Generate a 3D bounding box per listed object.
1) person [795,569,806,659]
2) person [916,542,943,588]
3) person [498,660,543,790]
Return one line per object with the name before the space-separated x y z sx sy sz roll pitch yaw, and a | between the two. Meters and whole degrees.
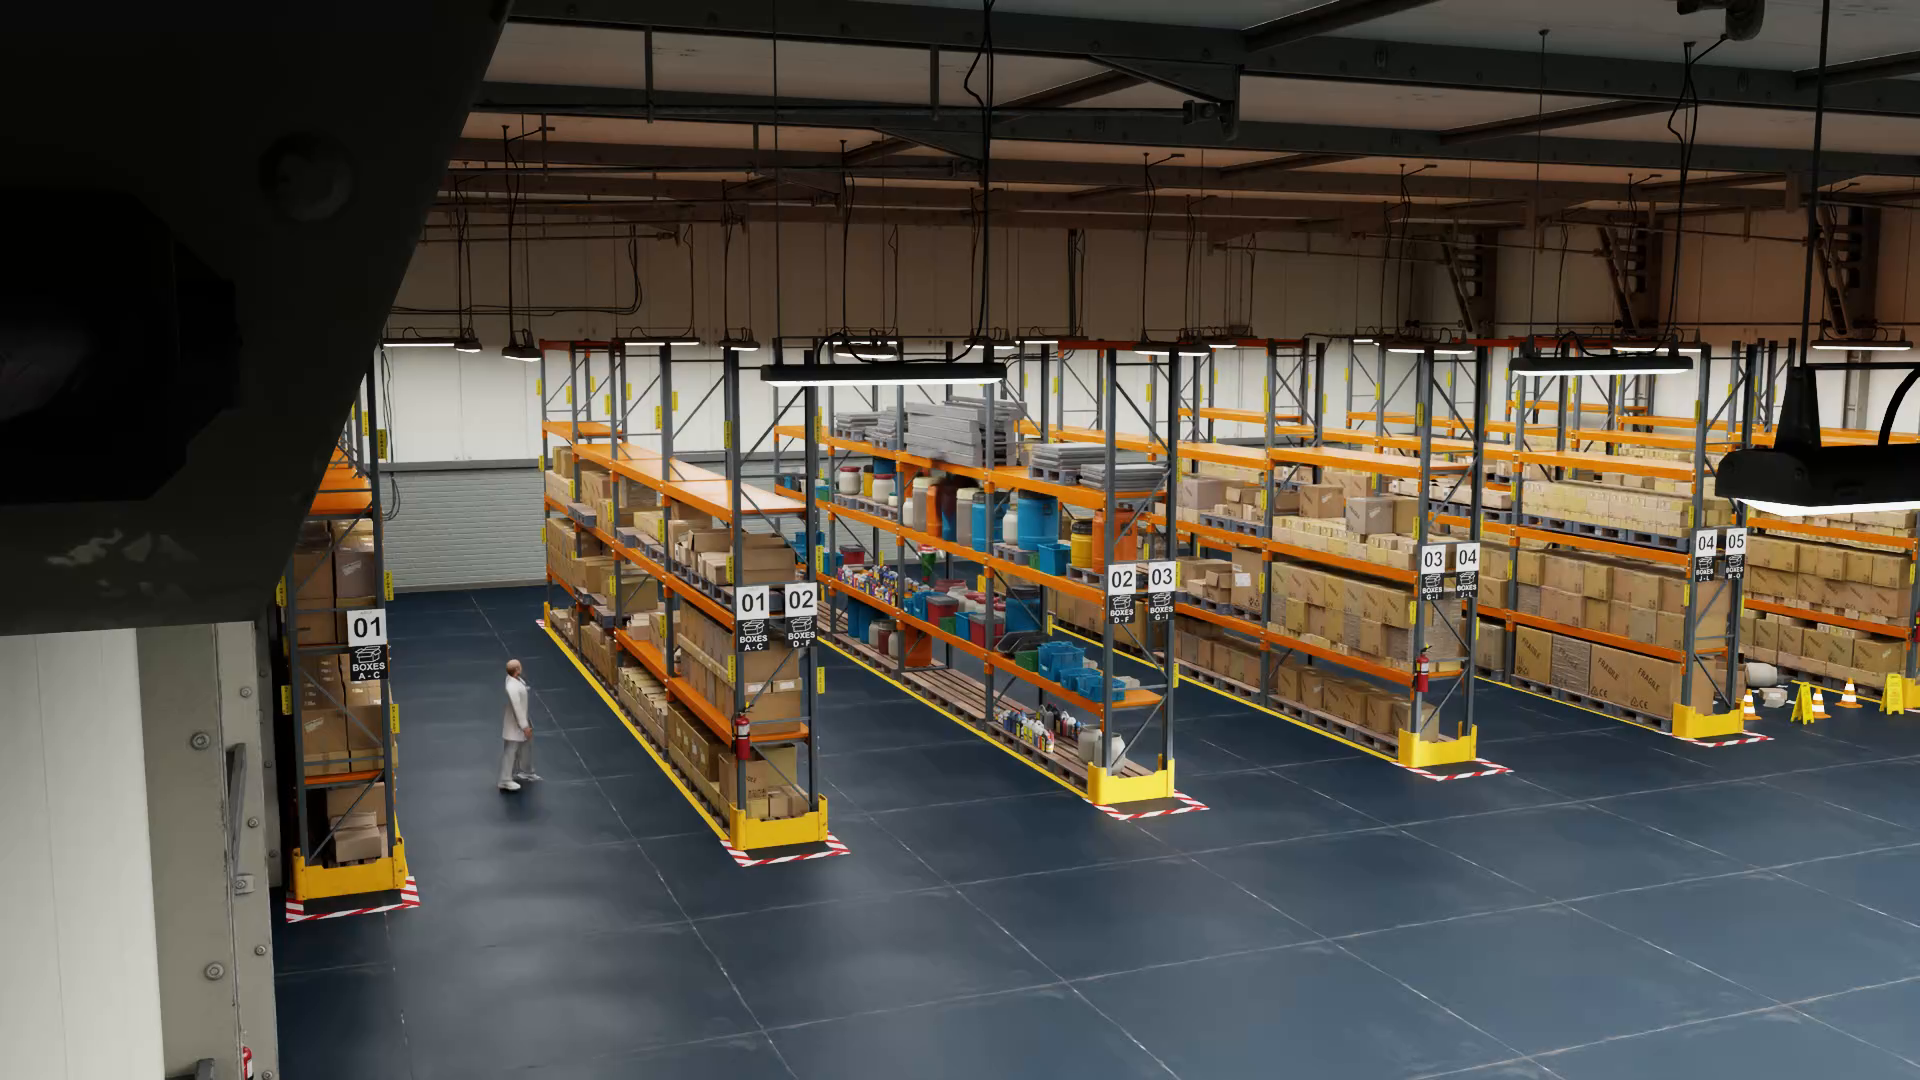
person | -3.131 1.388 31.741 0.495 1.695 0.531 -7 10 -42
person | -0.706 0.321 39.413 0.560 1.792 0.466 -7 10 -44
person | -6.060 2.517 22.787 0.548 1.823 0.691 -1 7 -6
